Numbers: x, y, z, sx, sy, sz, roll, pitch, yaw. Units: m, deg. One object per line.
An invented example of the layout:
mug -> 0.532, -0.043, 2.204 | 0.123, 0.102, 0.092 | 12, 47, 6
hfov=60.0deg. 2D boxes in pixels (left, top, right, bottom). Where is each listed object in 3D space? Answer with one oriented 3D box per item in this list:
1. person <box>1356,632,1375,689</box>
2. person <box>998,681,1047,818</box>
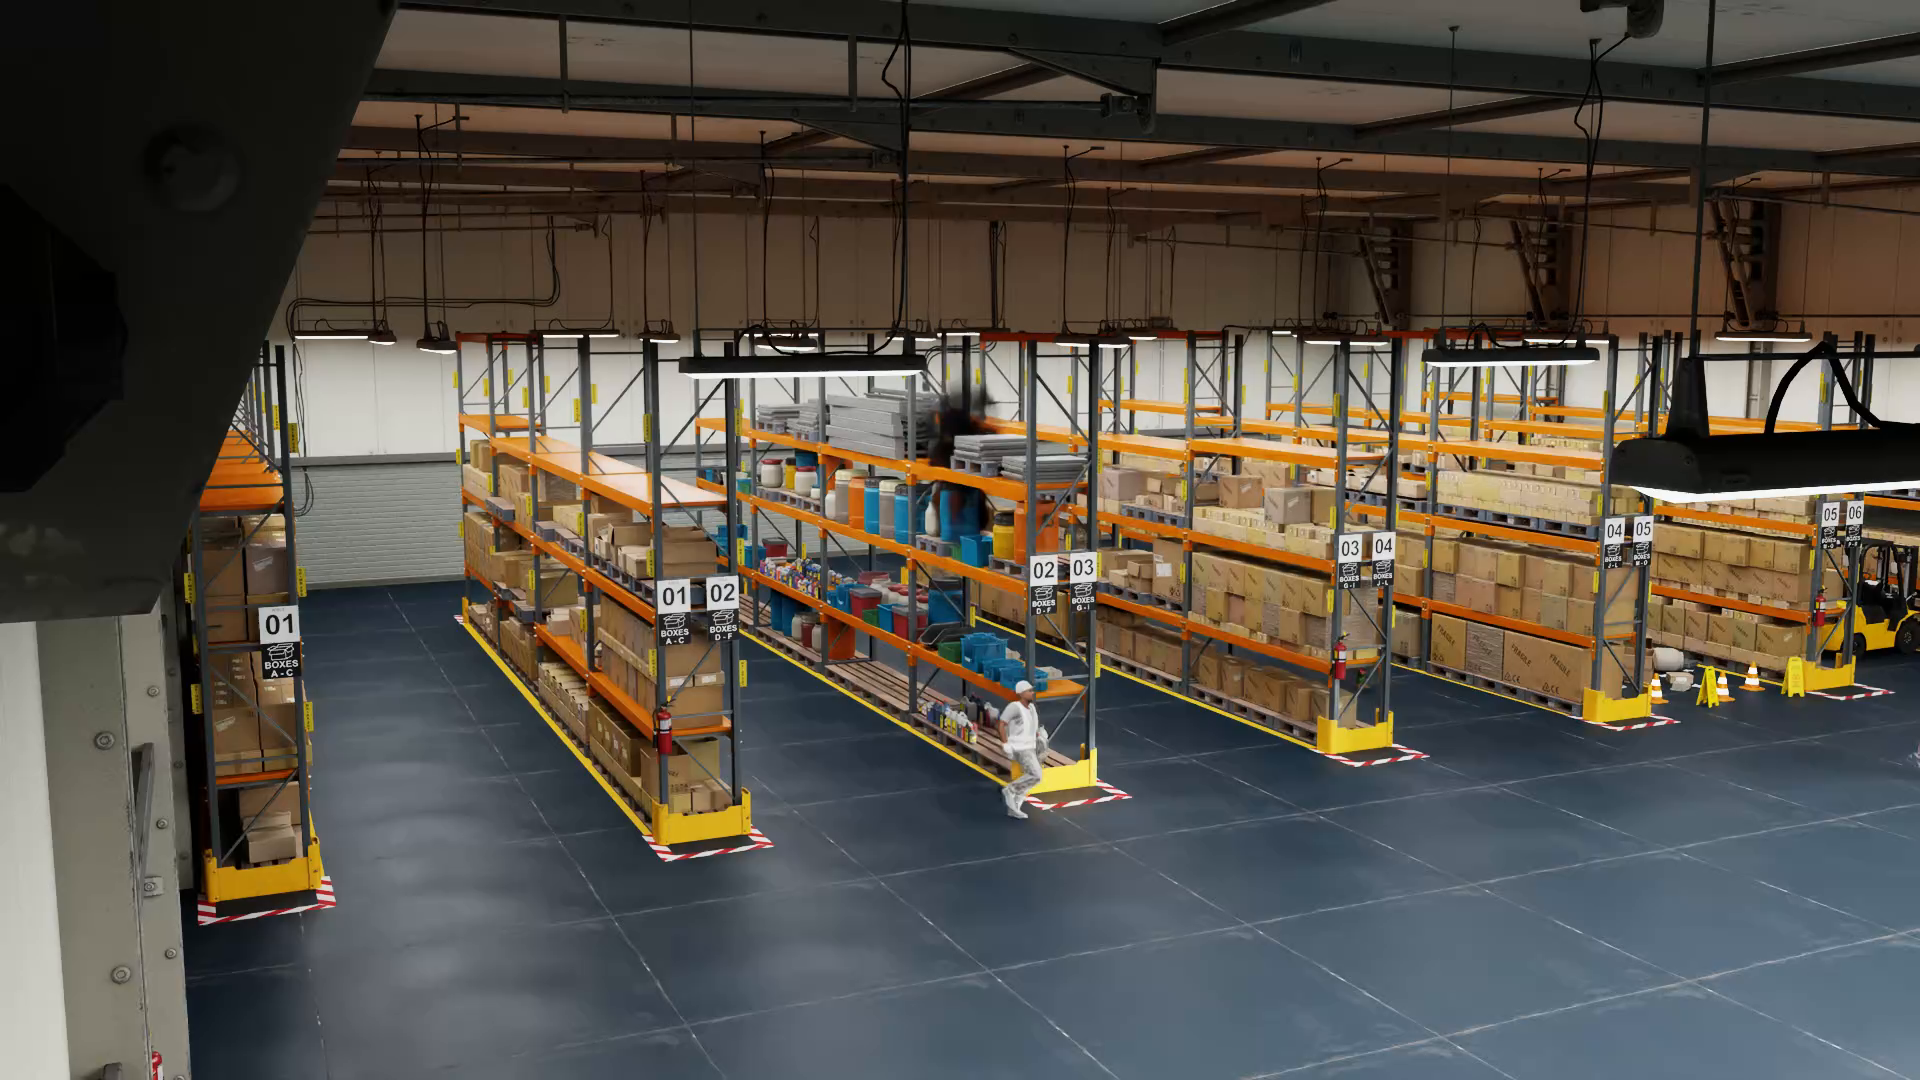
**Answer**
person -> 6.768, 1.651, 28.420 | 0.646, 1.740, 0.759 | -5, 9, -32
person -> 0.846, 2.649, 21.116 | 0.555, 1.708, 0.734 | 4, 9, 26
